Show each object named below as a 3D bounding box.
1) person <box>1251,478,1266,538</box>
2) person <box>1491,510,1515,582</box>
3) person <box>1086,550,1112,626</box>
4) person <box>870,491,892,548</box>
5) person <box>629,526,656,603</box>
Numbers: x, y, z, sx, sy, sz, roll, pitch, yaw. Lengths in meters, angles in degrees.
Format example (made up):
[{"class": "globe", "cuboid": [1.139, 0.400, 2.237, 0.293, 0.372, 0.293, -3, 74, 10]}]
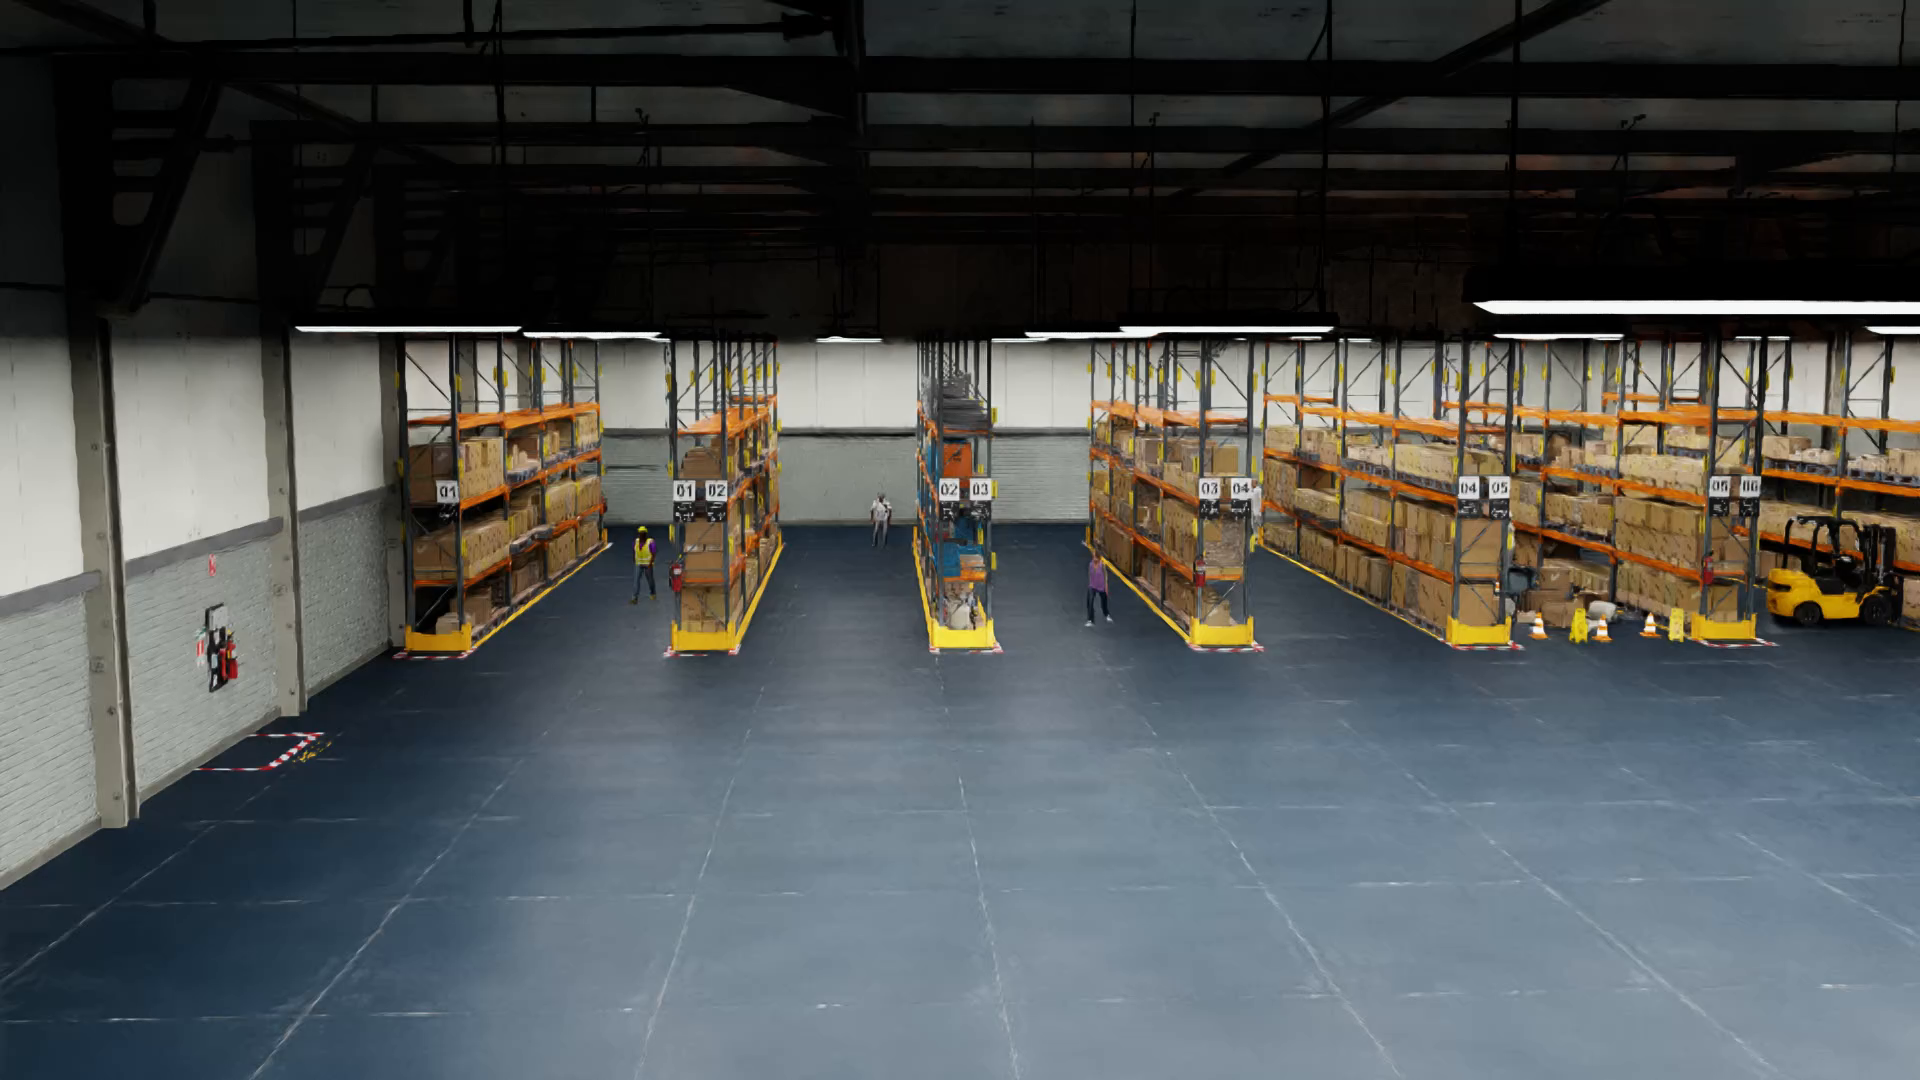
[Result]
[{"class": "person", "cuboid": [8.748, -0.936, 48.958, 0.547, 1.771, 0.699, -5, 9, -39]}, {"class": "person", "cuboid": [12.977, 0.169, 39.575, 0.586, 1.768, 0.639, 3, 7, 21]}, {"class": "person", "cuboid": [2.837, 0.955, 33.972, 0.455, 1.531, 0.868, 2, 7, 18]}, {"class": "person", "cuboid": [-2.219, -0.576, 46.680, 0.592, 1.629, 0.526, -1, 7, -5]}, {"class": "person", "cuboid": [-7.001, 0.529, 36.846, 0.570, 1.708, 1.040, 1, 7, 6]}]
